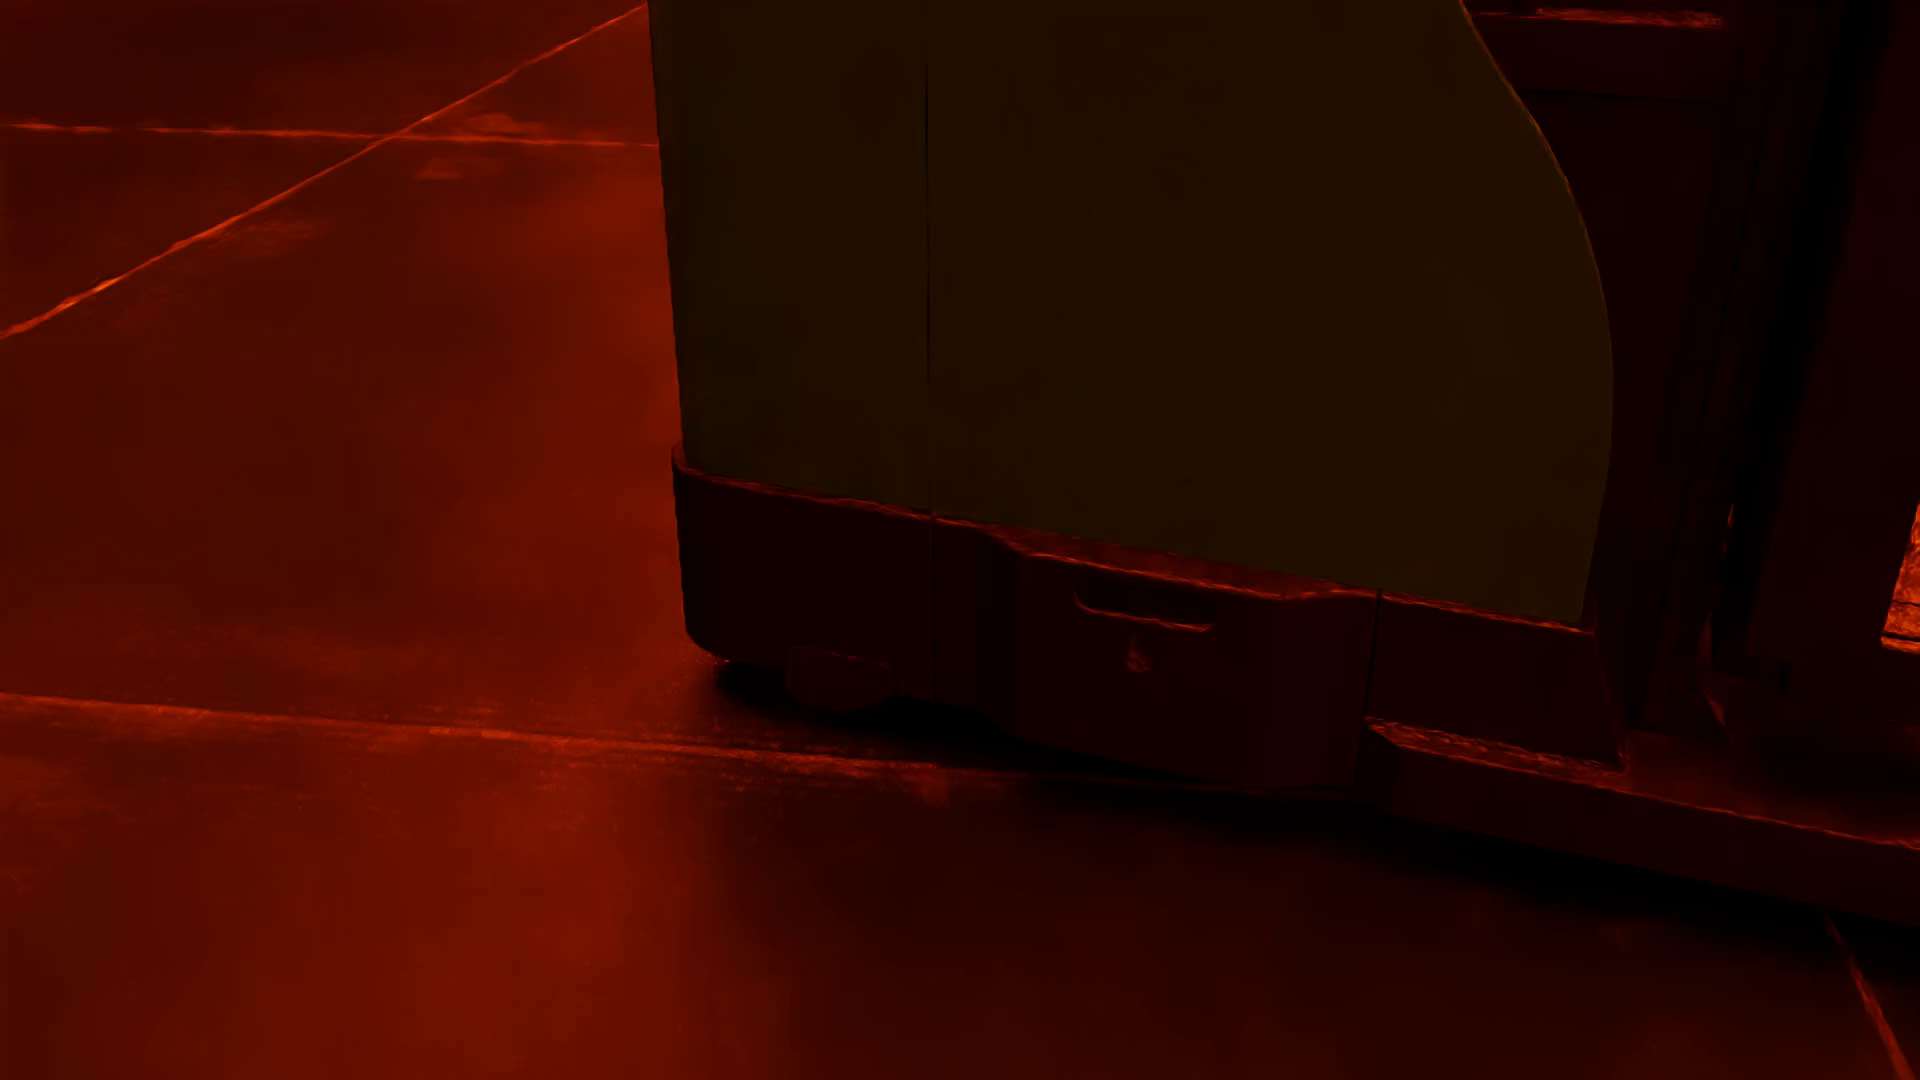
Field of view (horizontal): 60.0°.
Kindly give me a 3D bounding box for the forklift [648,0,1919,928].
[{"bbox_3d":[1.219,-1.088,1.397,3.031,2.935,1.130,10,28,19],"label":"forklift"}]
